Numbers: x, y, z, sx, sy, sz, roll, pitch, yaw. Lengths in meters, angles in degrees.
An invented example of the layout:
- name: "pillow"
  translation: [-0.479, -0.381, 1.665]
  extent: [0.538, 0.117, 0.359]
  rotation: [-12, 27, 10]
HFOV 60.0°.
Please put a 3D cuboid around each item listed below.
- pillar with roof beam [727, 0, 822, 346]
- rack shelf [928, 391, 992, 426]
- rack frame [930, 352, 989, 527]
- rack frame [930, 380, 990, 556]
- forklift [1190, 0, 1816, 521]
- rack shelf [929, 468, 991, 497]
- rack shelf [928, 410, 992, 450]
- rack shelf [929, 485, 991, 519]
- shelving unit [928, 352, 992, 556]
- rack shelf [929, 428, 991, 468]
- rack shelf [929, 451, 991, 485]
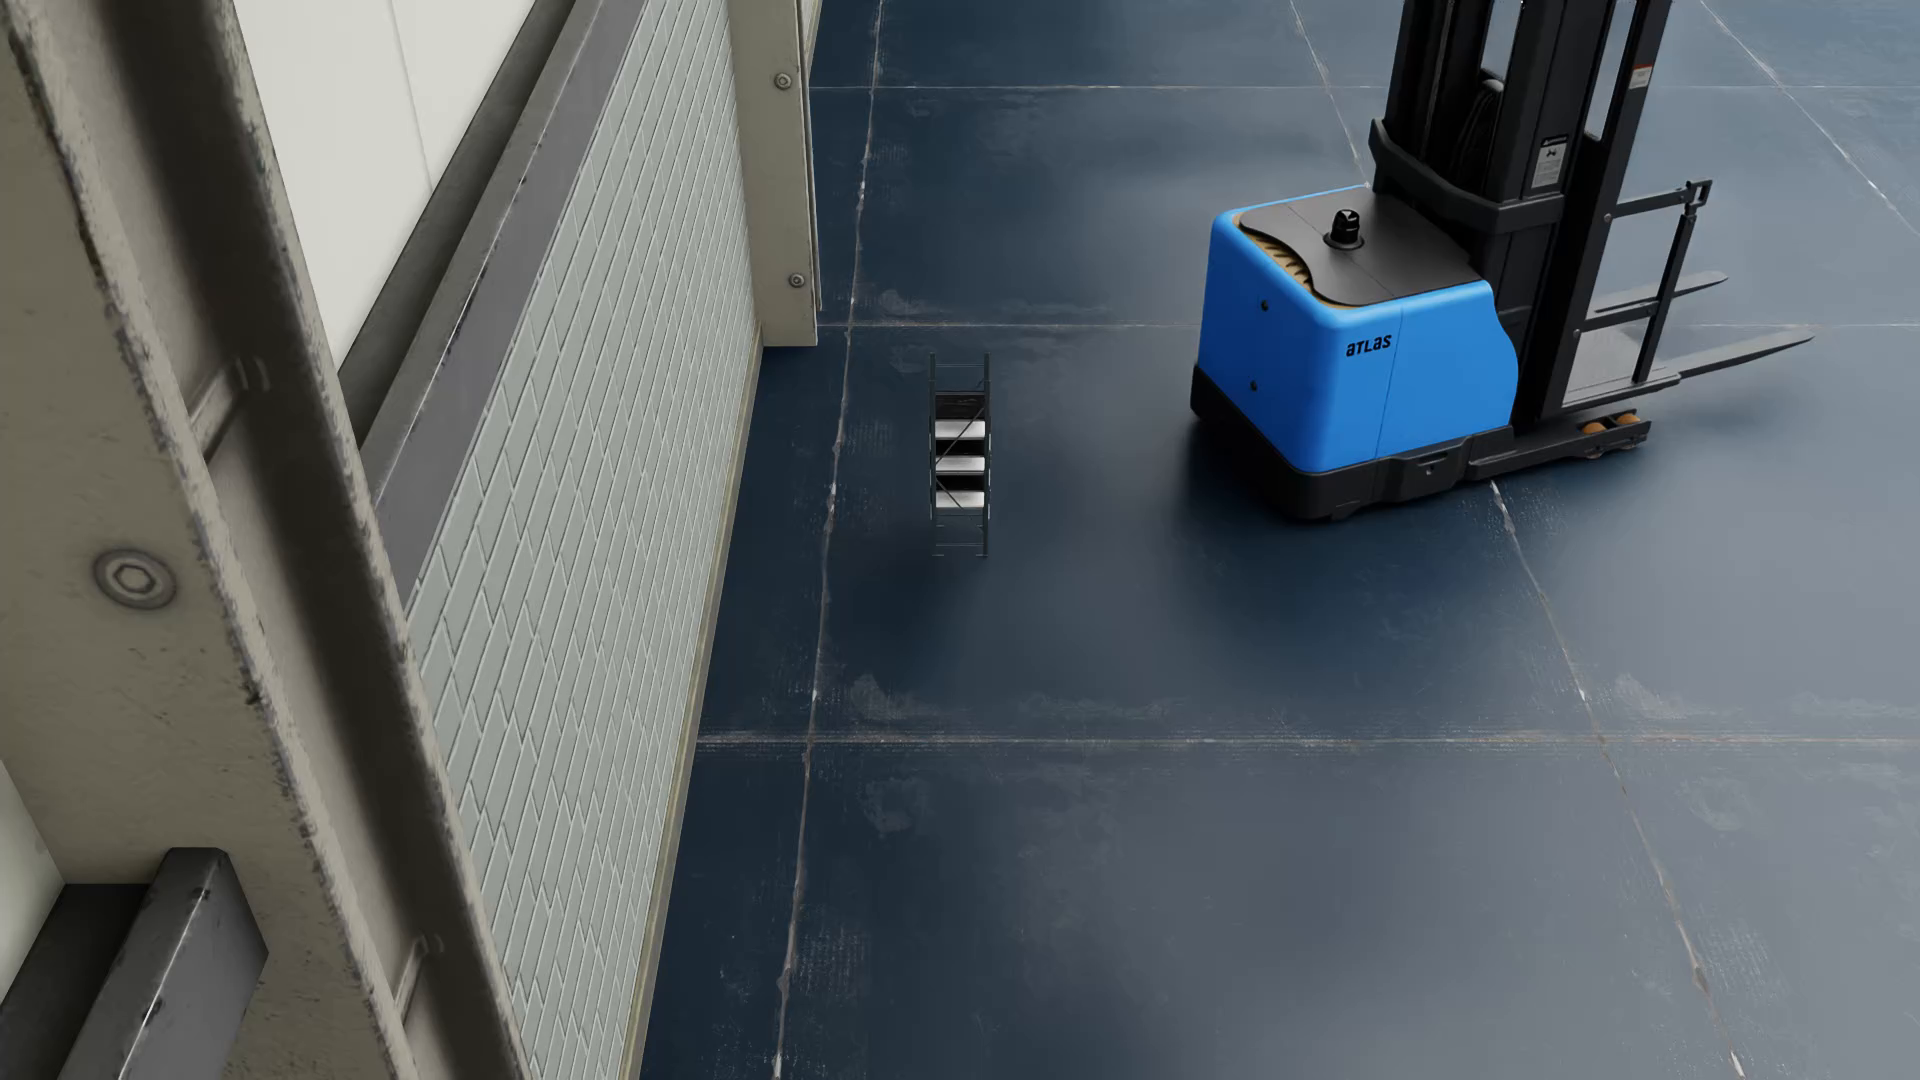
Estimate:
- name: "pillar with roof beam"
  translation: [3.419, -4.628, 5.830]
  extent: [9.100, 9.000, 0.400]
  rotation: [0, 39, 0]
- name: "rack shelf"
  translation: [0.000, -0.531, 6.814]
  extent: [0.258, 0.077, 0.200]
  rotation: [0, 39, 0]
- name: "rack frame"
  translation: [0.000, -0.410, 7.042]
  extent: [0.240, 0.900, 0.006]
  rotation: [0, 39, 0]
- name: "rack frame"
  translation: [0.000, -0.282, 6.883]
  extent: [0.240, 0.900, 0.006]
  rotation: [0, 39, 0]
- name: "forklift"
  translation: [2.666, -1.814, 7.170]
  extent: [3.031, 2.935, 1.130]
  rotation: [-14, 41, -17]
- name: "rack shelf"
  translation: [0.000, -0.250, 7.039]
  extent: [0.258, 0.077, 0.200]
  rotation: [0, 39, 0]
- name: "rack shelf"
  translation: [0.000, -0.461, 6.871]
  extent: [0.258, 0.077, 0.200]
  rotation: [0, 39, 0]
- name: "rack shelf"
  translation: [0.000, -0.180, 7.096]
  extent: [0.258, 0.077, 0.200]
  rotation: [0, 39, 0]
- name: "shelving unit"
  translation: [0.000, -0.346, 6.962]
  extent: [0.258, 0.900, 0.210]
  rotation: [0, 39, 0]
- name: "rack shelf"
  translation: [0.000, -0.390, 6.927]
  extent: [0.258, 0.077, 0.200]
  rotation: [0, 39, 0]
- name: "rack shelf"
  translation: [0.000, -0.320, 6.983]
  extent: [0.258, 0.077, 0.200]
  rotation: [0, 39, 0]
